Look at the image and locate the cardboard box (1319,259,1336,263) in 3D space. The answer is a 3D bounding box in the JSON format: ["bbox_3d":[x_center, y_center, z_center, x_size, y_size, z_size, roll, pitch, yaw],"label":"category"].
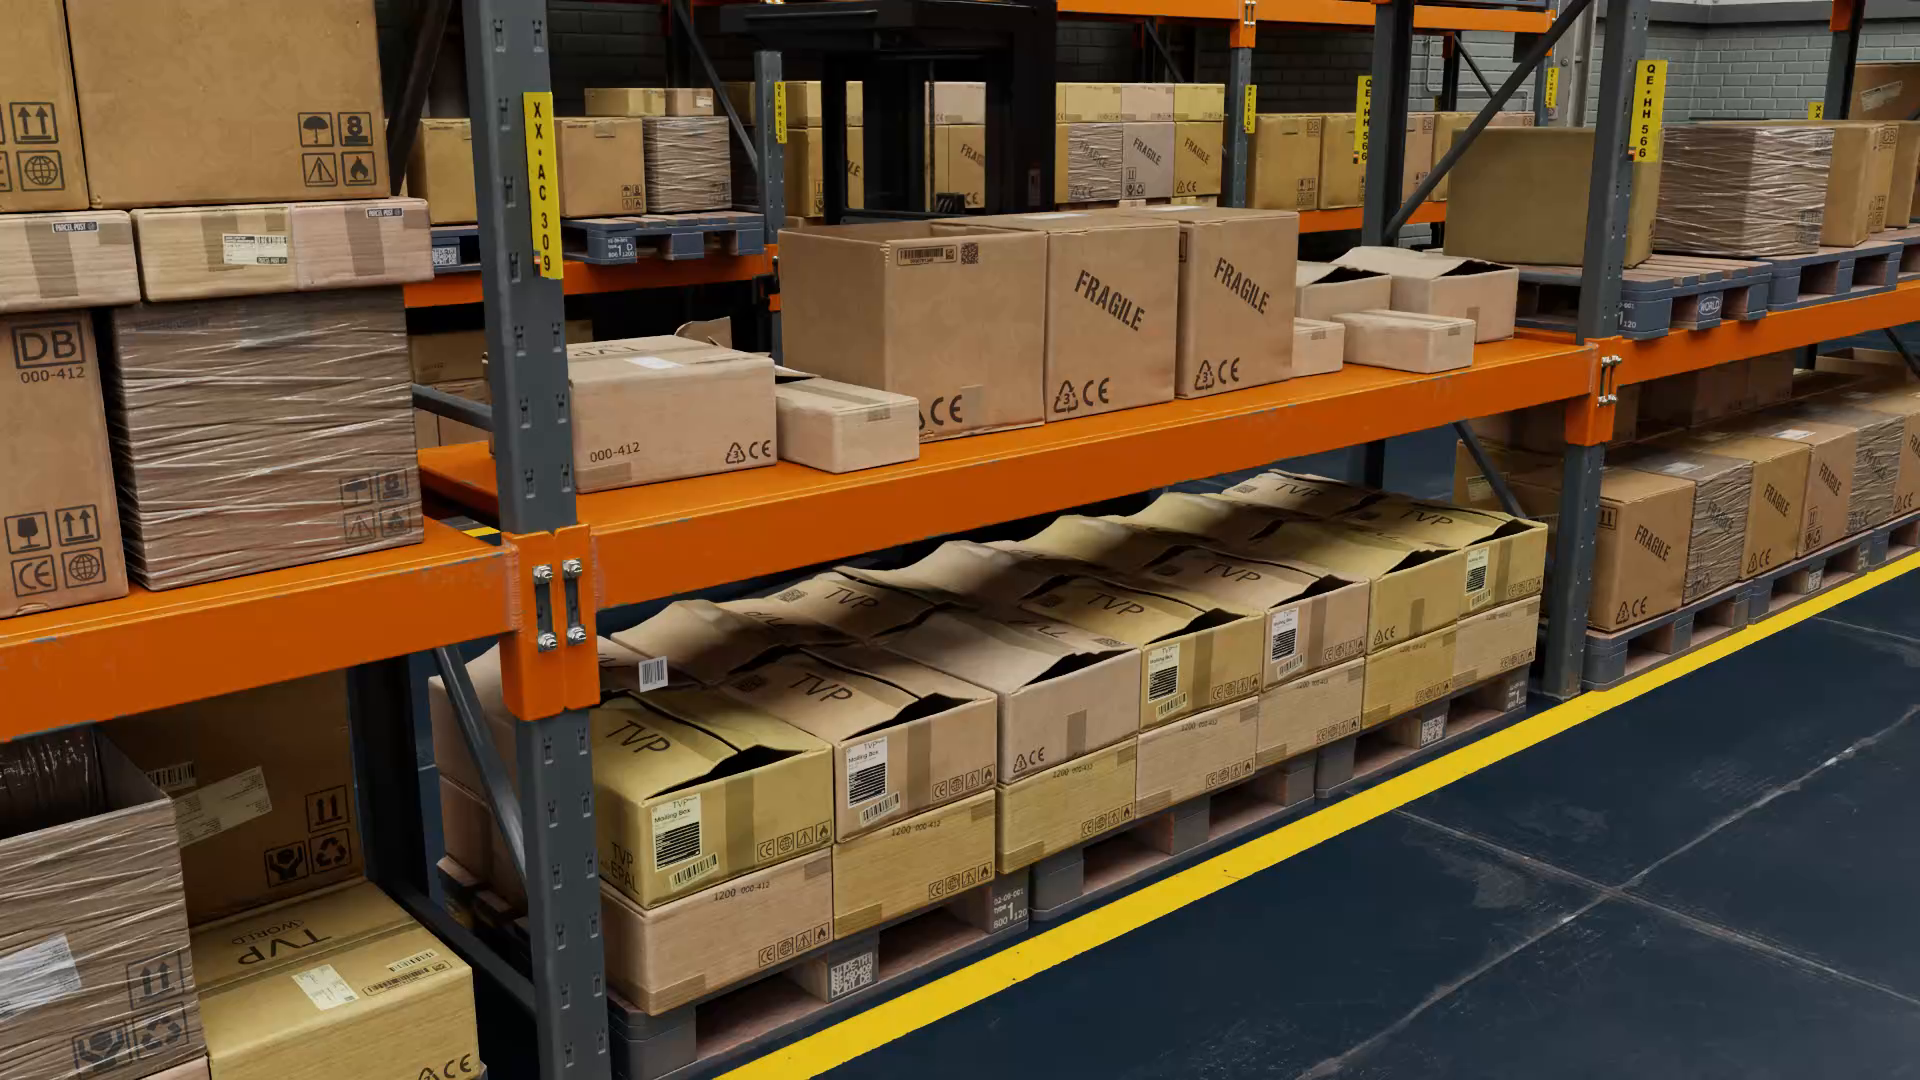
[{"bbox_3d":[3.071,-2.132,13.191,0.250,0.149,0.380,-13,20,-41],"label":"cardboard box"}]

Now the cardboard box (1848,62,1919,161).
[{"bbox_3d":[5.133,-2.309,8.951,0.500,0.500,0.500,-13,19,-39],"label":"cardboard box"}]

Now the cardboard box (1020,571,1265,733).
[{"bbox_3d":[0.521,0.286,4.795,0.500,0.311,0.500,-12,19,-38],"label":"cardboard box"}]

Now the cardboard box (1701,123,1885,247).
[{"bbox_3d":[3.630,-1.582,7.351,0.700,0.500,0.500,10,18,33],"label":"cardboard box"}]

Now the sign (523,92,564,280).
[{"bbox_3d":[-0.748,-0.635,2.984,0.005,0.325,0.100,-13,19,-39],"label":"sign"}]

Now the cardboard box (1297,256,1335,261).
[{"bbox_3d":[2.845,-2.212,13.491,0.250,0.149,0.380,-12,19,-39],"label":"cardboard box"}]

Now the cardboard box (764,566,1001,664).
[{"bbox_3d":[-0.229,0.270,4.853,0.500,0.311,0.500,-13,20,-40],"label":"cardboard box"}]

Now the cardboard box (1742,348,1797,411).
[{"bbox_3d":[3.643,-0.805,7.989,0.500,0.250,0.500,-13,19,-39],"label":"cardboard box"}]

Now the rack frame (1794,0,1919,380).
[{"bbox_3d":[4.922,-1.642,8.583,0.127,3.000,1.000,-13,19,-39],"label":"rack frame"}]

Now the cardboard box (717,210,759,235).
[{"bbox_3d":[-1.273,-1.921,10.078,0.250,0.149,0.380,-12,19,-38],"label":"cardboard box"}]

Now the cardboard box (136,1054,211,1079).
[{"bbox_3d":[-1.703,1.043,3.047,0.500,0.250,0.500,-13,19,-39],"label":"cardboard box"}]

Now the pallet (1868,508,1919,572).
[{"bbox_3d":[4.333,-0.149,8.400,1.213,0.211,1.003,-13,19,-39],"label":"pallet"}]

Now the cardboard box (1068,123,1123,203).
[{"bbox_3d":[0.722,-2.508,11.018,0.500,0.500,0.500,-13,19,-39],"label":"cardboard box"}]

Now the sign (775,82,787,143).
[{"bbox_3d":[-0.987,-2.345,9.126,0.005,0.325,0.100,-13,19,-39],"label":"sign"}]

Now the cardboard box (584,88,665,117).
[{"bbox_3d":[-1.824,-2.380,9.046,0.380,0.149,0.250,12,19,38],"label":"cardboard box"}]

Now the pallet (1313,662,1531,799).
[{"bbox_3d":[1.258,0.515,5.913,1.213,0.211,1.003,-13,19,-39],"label":"pallet"}]

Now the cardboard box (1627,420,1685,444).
[{"bbox_3d":[2.846,-0.261,7.405,0.500,0.500,0.500,-14,20,-41],"label":"cardboard box"}]

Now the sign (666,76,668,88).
[{"bbox_3d":[-1.717,-2.595,9.908,0.005,0.325,0.100,-13,19,-39],"label":"sign"}]

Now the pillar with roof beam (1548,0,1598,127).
[{"bbox_3d":[8.980,-5.969,13.159,0.400,9.000,9.100,-13,19,-39],"label":"pillar with roof beam"}]

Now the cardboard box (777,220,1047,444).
[{"bbox_3d":[-0.126,-0.551,4.306,0.500,0.500,0.500,-11,18,-35],"label":"cardboard box"}]

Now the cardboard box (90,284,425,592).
[{"bbox_3d":[-1.444,-0.258,3.211,0.500,0.500,0.700,-13,20,-41],"label":"cardboard box"}]

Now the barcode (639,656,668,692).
[{"bbox_3d":[-0.647,0.283,3.510,0.075,0.075,0.001,-13,19,-39],"label":"barcode"}]

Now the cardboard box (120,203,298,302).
[{"bbox_3d":[-1.365,-0.519,2.929,0.250,0.149,0.380,-13,20,-41],"label":"cardboard box"}]

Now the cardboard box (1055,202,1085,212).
[{"bbox_3d":[0.611,-2.175,11.027,0.250,0.149,0.380,-13,20,-41],"label":"cardboard box"}]

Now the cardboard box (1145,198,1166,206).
[{"bbox_3d":[1.198,-2.299,11.492,0.250,0.149,0.380,-12,19,-38],"label":"cardboard box"}]

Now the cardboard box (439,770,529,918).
[{"bbox_3d":[-0.991,0.712,4.285,0.500,0.250,0.500,-13,20,-40],"label":"cardboard box"}]

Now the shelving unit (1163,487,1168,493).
[{"bbox_3d":[0.852,-0.777,8.833,0.503,1.200,0.258,-10,18,-33],"label":"shelving unit"}]

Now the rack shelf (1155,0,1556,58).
[{"bbox_3d":[3.176,-4.046,13.166,4.000,0.370,1.077,-13,19,-39],"label":"rack shelf"}]

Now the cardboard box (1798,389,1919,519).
[{"bbox_3d":[4.359,-0.425,8.020,0.500,0.500,0.500,-13,19,-39],"label":"cardboard box"}]

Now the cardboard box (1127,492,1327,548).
[{"bbox_3d":[0.926,0.013,5.818,0.500,0.311,0.500,-13,20,-41],"label":"cardboard box"}]

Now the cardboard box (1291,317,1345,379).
[{"bbox_3d":[0.979,-0.616,5.229,0.250,0.149,0.380,-11,18,-35],"label":"cardboard box"}]

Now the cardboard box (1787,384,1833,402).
[{"bbox_3d":[4.002,-0.520,8.374,0.500,0.500,0.500,-12,19,-39],"label":"cardboard box"}]

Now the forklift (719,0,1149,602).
[{"bbox_3d":[-0.324,-1.259,7.286,1.130,2.935,3.031,11,18,35],"label":"forklift"}]

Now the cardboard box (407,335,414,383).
[{"bbox_3d":[-3.103,-0.909,8.380,0.500,0.250,0.500,-13,20,-41],"label":"cardboard box"}]

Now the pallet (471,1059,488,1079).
[{"bbox_3d":[-1.741,1.187,3.396,1.213,0.211,1.003,-13,19,-39],"label":"pallet"}]

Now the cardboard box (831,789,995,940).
[{"bbox_3d":[-0.260,0.733,4.209,0.500,0.250,0.500,-12,19,-38],"label":"cardboard box"}]

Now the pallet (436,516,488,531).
[{"bbox_3d":[-2.861,-0.243,8.750,1.213,0.211,1.003,-13,19,-39],"label":"pallet"}]

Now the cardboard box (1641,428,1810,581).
[{"bbox_3d":[3.208,-0.164,7.043,0.500,0.500,0.500,-13,20,-40],"label":"cardboard box"}]

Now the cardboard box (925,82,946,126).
[{"bbox_3d":[-0.434,-2.610,9.945,0.500,0.250,0.500,-13,20,-40],"label":"cardboard box"}]

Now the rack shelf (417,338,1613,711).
[{"bbox_3d":[0.396,-0.278,4.871,4.000,0.370,1.077,-13,19,-39],"label":"rack shelf"}]

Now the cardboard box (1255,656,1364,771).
[{"bbox_3d":[0.900,0.471,5.190,0.500,0.250,0.500,-12,19,-38],"label":"cardboard box"}]

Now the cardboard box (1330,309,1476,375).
[{"bbox_3d":[1.407,-0.637,5.307,0.250,0.149,0.380,-13,19,-39],"label":"cardboard box"}]

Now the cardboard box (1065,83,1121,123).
[{"bbox_3d":[0.706,-2.869,10.917,0.500,0.250,0.500,-12,19,-38],"label":"cardboard box"}]

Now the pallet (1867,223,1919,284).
[{"bbox_3d":[4.247,-1.435,8.181,1.213,0.211,1.003,-13,19,-39],"label":"pallet"}]

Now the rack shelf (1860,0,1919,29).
[{"bbox_3d":[6.431,-3.082,9.558,4.000,0.370,1.077,-13,19,-39],"label":"rack shelf"}]

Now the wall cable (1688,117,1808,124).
[{"bbox_3d":[9.186,-5.570,17.681,0.112,2.526,3.097,-13,19,-39],"label":"wall cable"}]

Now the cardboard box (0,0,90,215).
[{"bbox_3d":[-1.824,-0.799,2.722,0.500,0.500,0.700,-13,20,-39],"label":"cardboard box"}]

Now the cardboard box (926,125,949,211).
[{"bbox_3d":[-0.415,-2.249,10.048,0.500,0.500,0.500,-12,19,-38],"label":"cardboard box"}]

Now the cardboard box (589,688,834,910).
[{"bbox_3d":[-0.638,0.547,3.819,0.500,0.311,0.500,-13,19,-39],"label":"cardboard box"}]

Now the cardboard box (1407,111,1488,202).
[{"bbox_3d":[3.765,-3.214,13.889,0.700,0.700,0.980,-13,20,-40],"label":"cardboard box"}]

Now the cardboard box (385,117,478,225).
[{"bbox_3d":[-2.624,-1.892,8.473,0.500,0.500,0.700,-13,19,-39],"label":"cardboard box"}]

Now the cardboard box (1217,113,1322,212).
[{"bbox_3d":[2.087,-2.839,12.485,0.700,0.700,0.980,-12,19,-39],"label":"cardboard box"}]

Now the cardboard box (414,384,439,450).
[{"bbox_3d":[-3.055,-0.559,8.521,0.500,0.500,0.700,-12,19,-39],"label":"cardboard box"}]

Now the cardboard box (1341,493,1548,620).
[{"bbox_3d":[1.671,0.027,5.763,0.500,0.311,0.500,-12,19,-38],"label":"cardboard box"}]

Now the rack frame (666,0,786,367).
[{"bbox_3d":[-1.350,-1.928,9.655,0.127,3.000,1.000,-13,19,-39],"label":"rack frame"}]

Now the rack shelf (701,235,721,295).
[{"bbox_3d":[0.159,-1.919,11.016,4.000,0.370,1.077,-13,19,-39],"label":"rack shelf"}]

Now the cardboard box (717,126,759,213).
[{"bbox_3d":[-1.167,-2.261,10.093,0.500,0.500,0.500,-12,19,-39],"label":"cardboard box"}]
